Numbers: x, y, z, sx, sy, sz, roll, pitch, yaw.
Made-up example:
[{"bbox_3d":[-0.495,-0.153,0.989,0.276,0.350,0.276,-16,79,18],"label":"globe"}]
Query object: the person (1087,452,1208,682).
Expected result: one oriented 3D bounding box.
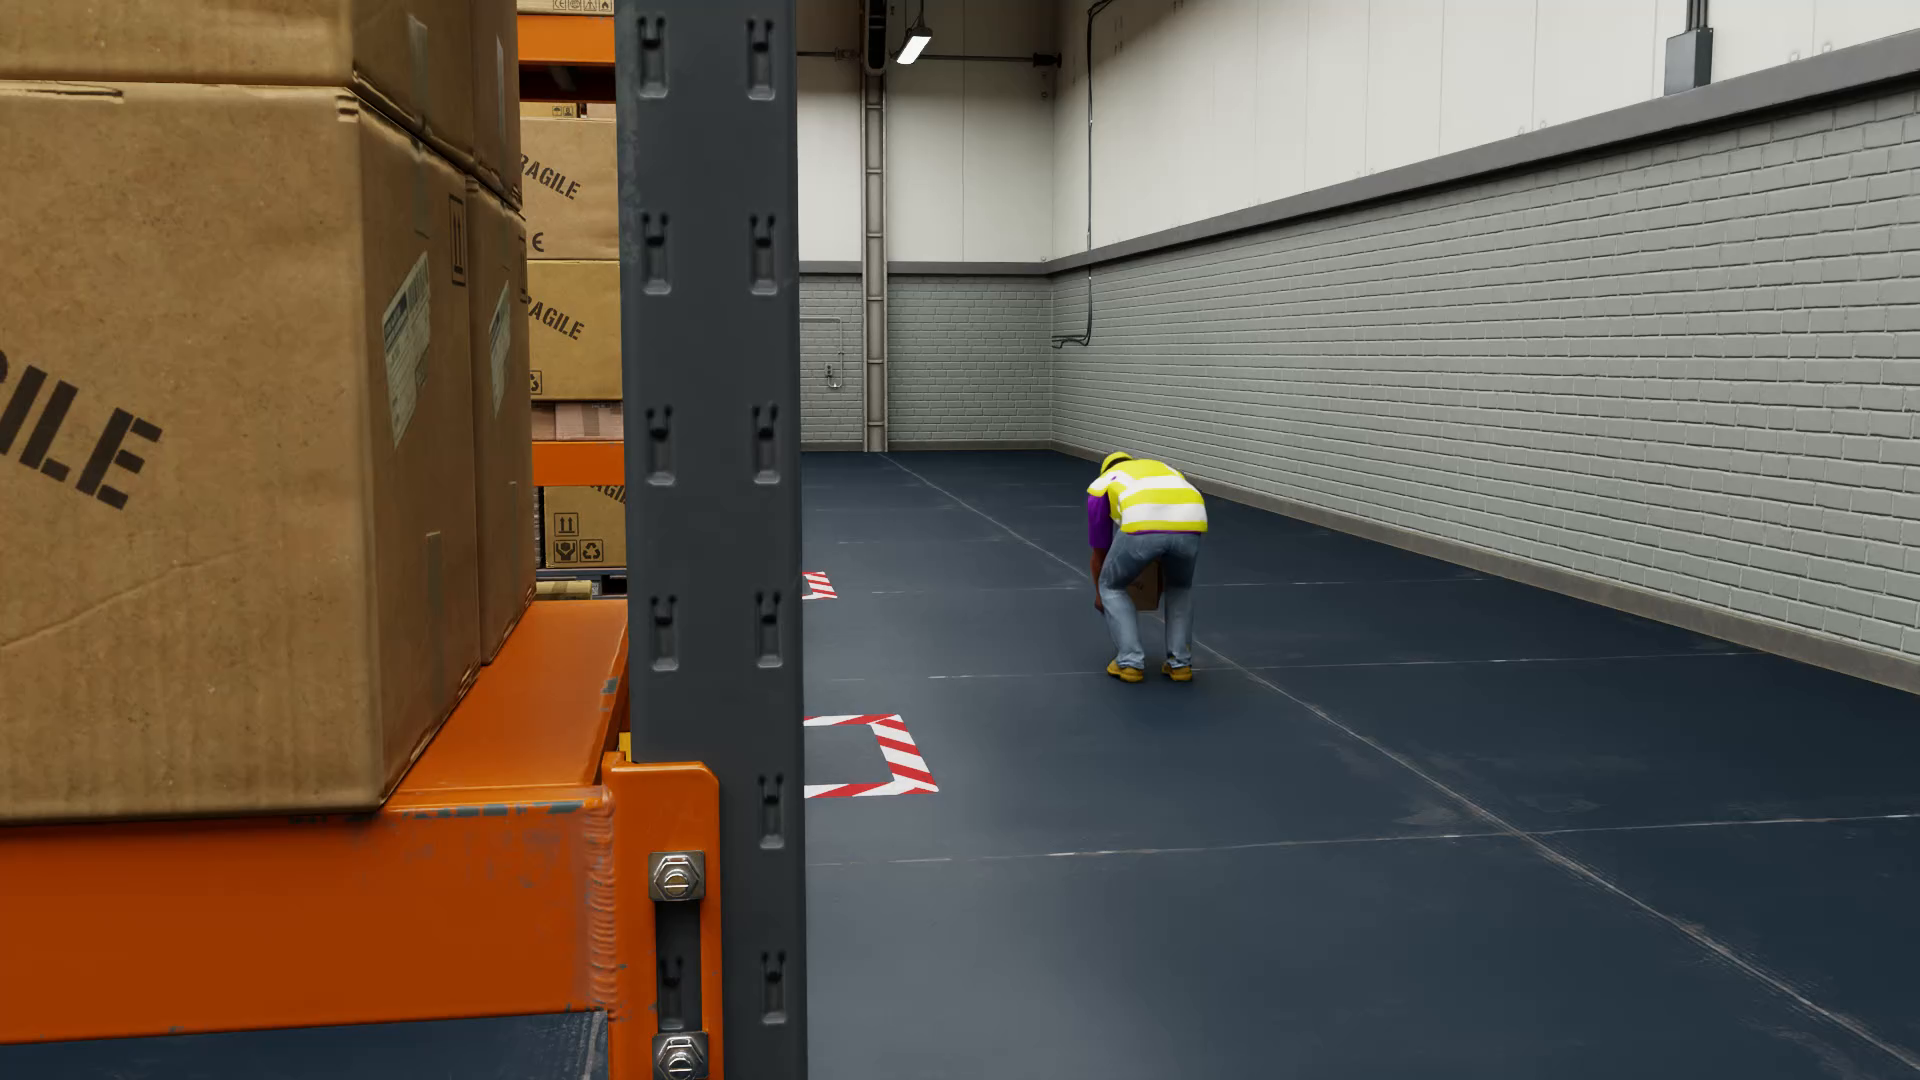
[{"bbox_3d":[0.919,0.122,8.483,0.510,1.102,0.964,-1,7,-12],"label":"person"}]
